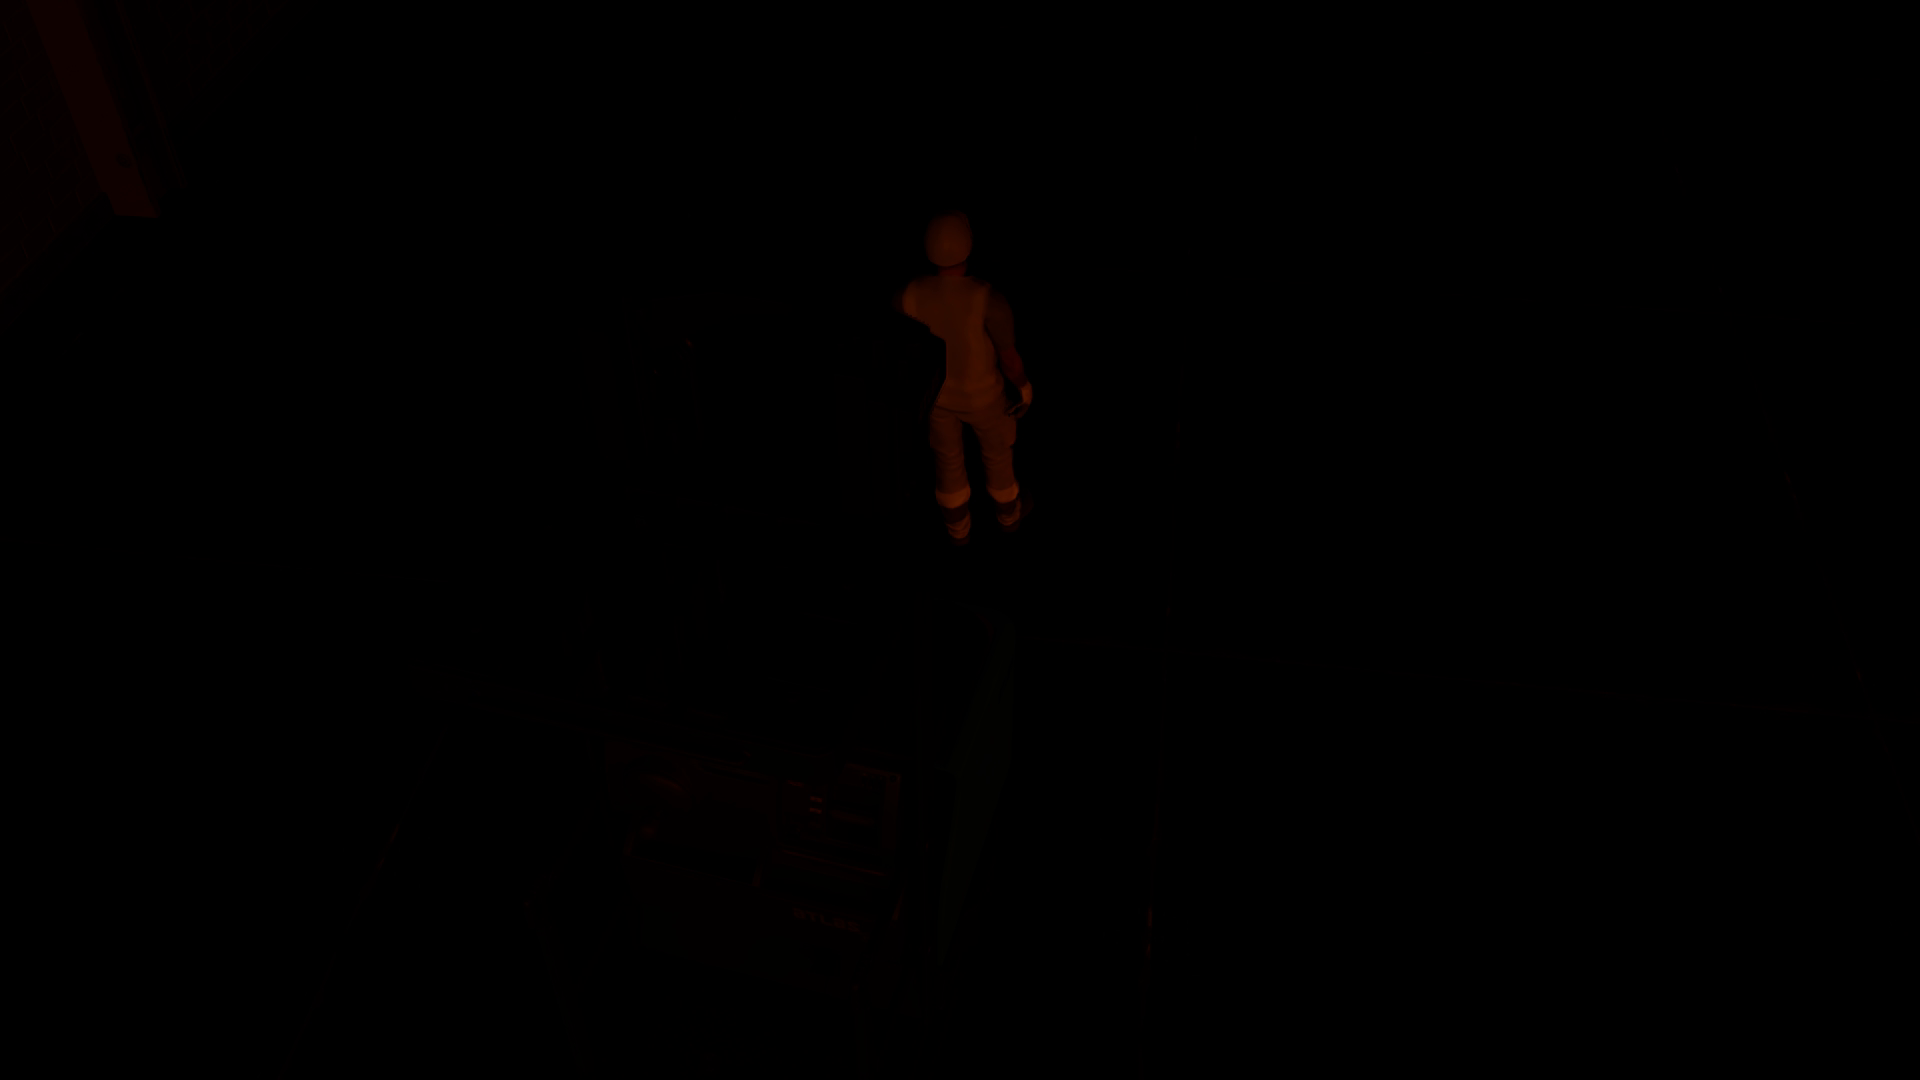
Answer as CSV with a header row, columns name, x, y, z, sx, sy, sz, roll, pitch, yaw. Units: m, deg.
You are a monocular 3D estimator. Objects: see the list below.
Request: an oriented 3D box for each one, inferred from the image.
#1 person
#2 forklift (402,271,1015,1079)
name,x,y,z,sx,sy,sz,roll,pitch,yaw
person,0.031,-0.727,7.354,0.634,1.791,0.590,11,44,12
forklift,-0.680,0.841,4.809,1.130,2.935,3.031,11,44,12
